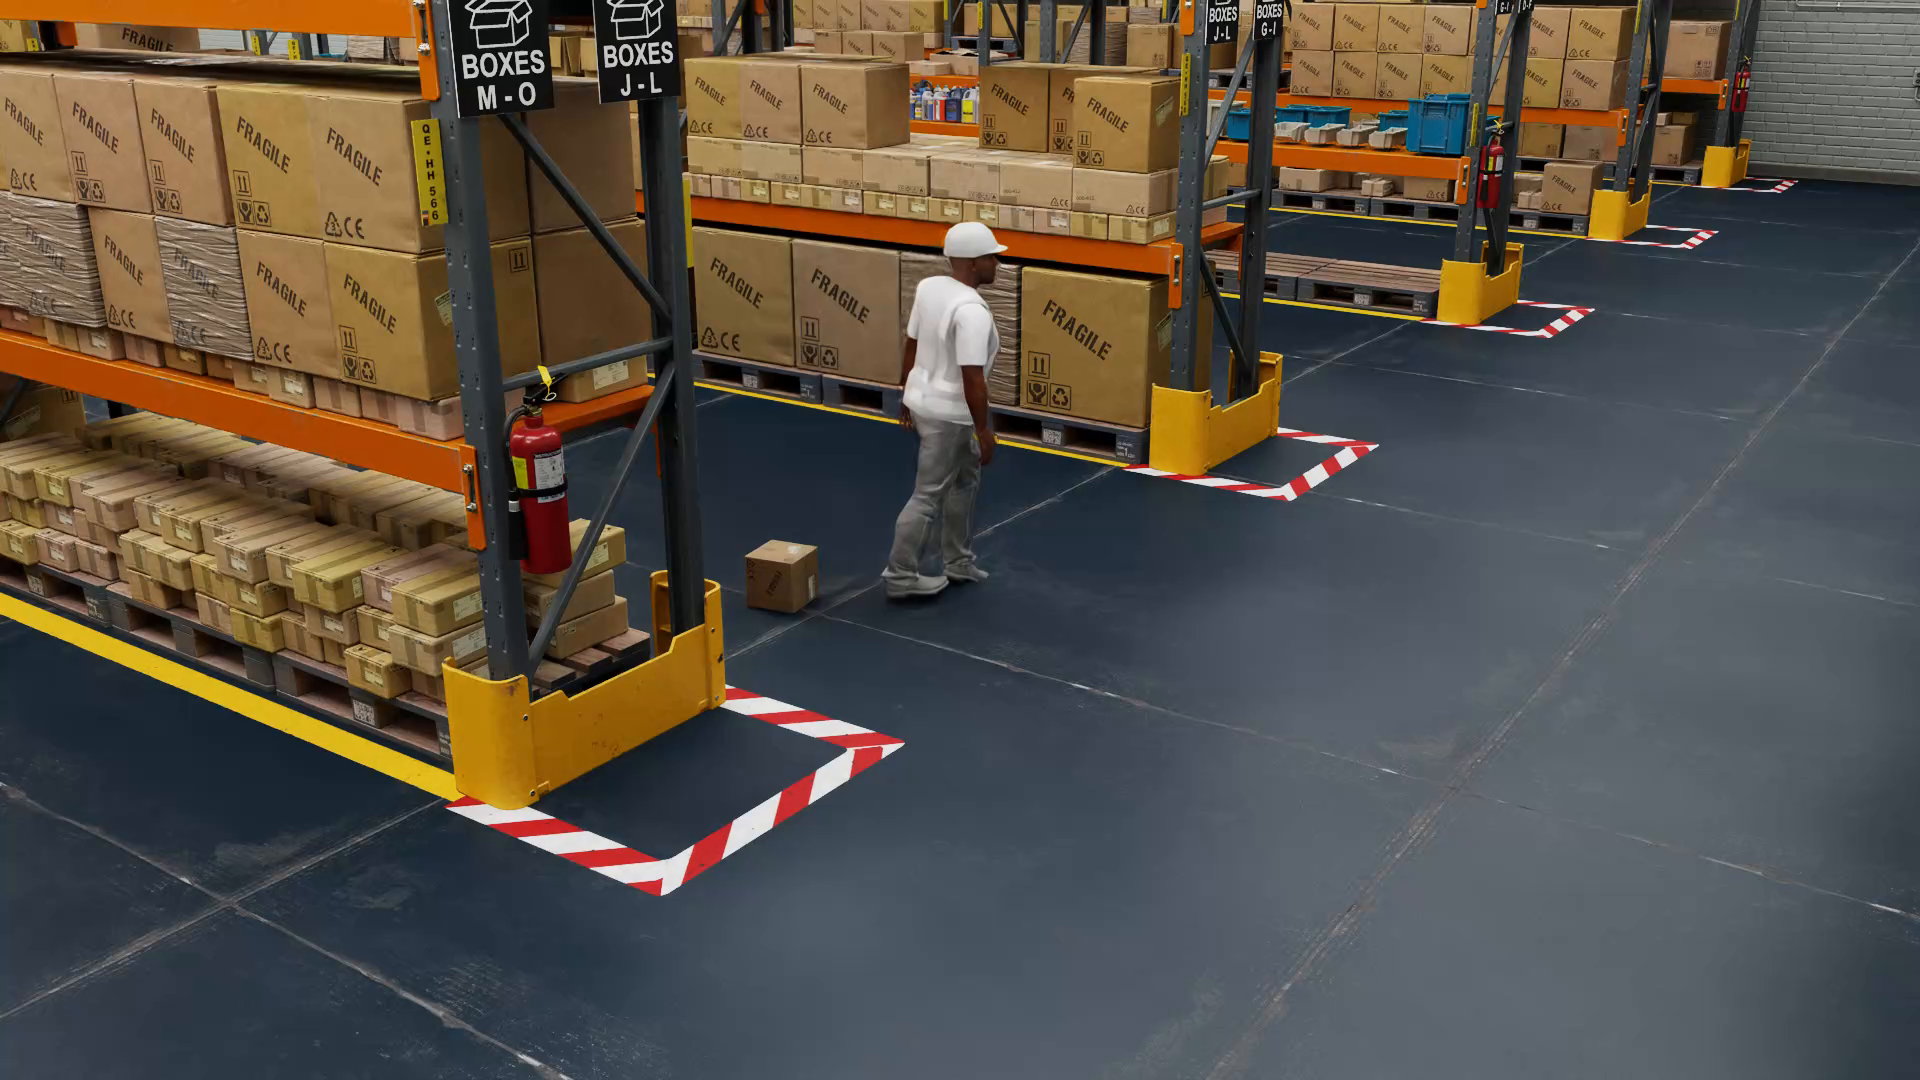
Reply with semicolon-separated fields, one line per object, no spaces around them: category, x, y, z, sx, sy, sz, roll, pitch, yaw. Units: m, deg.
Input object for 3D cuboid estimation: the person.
person;-0.079;-0.551;7.632;0.612;1.798;0.629;-7;21;-18
